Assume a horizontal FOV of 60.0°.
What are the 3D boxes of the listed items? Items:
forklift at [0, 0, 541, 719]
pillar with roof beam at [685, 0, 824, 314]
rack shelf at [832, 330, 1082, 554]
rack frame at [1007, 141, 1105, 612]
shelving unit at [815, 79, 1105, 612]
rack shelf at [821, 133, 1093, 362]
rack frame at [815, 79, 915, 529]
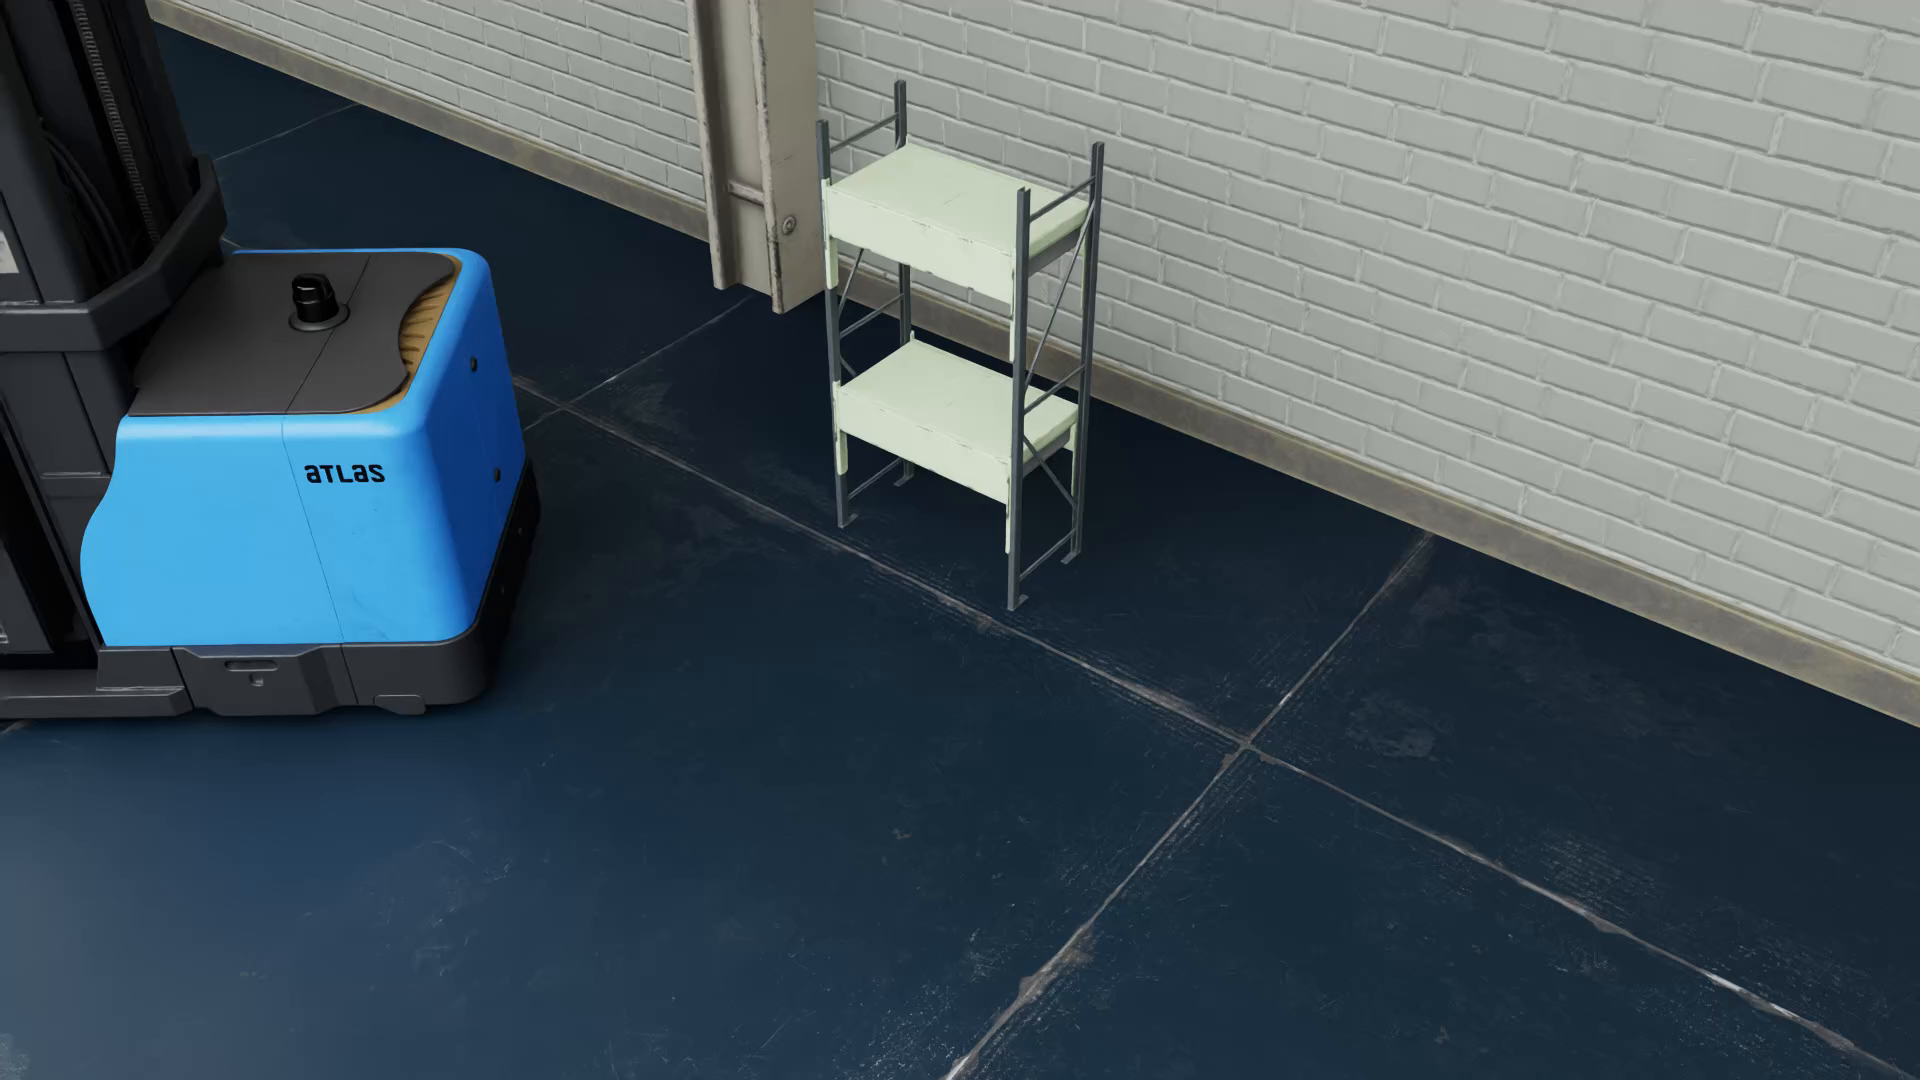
[{"bbox_3d":[-2.954,-0.908,4.532,3.031,2.935,1.130,-1,38,-1],"label":"forklift"},{"bbox_3d":[-3.426,-2.527,1.678,0.400,9.000,9.100,25,45,29],"label":"pillar with roof beam"},{"bbox_3d":[-0.005,-0.336,5.492,0.720,0.370,0.431,25,45,29],"label":"rack shelf"},{"bbox_3d":[0.285,-0.456,5.116,0.023,1.500,0.400,25,45,29],"label":"rack frame"},{"bbox_3d":[-0.005,-0.593,5.291,0.755,1.500,0.431,25,45,29],"label":"shelving unit"},{"bbox_3d":[-0.005,-0.900,5.050,0.720,0.370,0.431,25,45,29],"label":"rack shelf"},{"bbox_3d":[-0.296,-0.730,5.466,0.023,1.500,0.400,25,45,29],"label":"rack frame"}]
